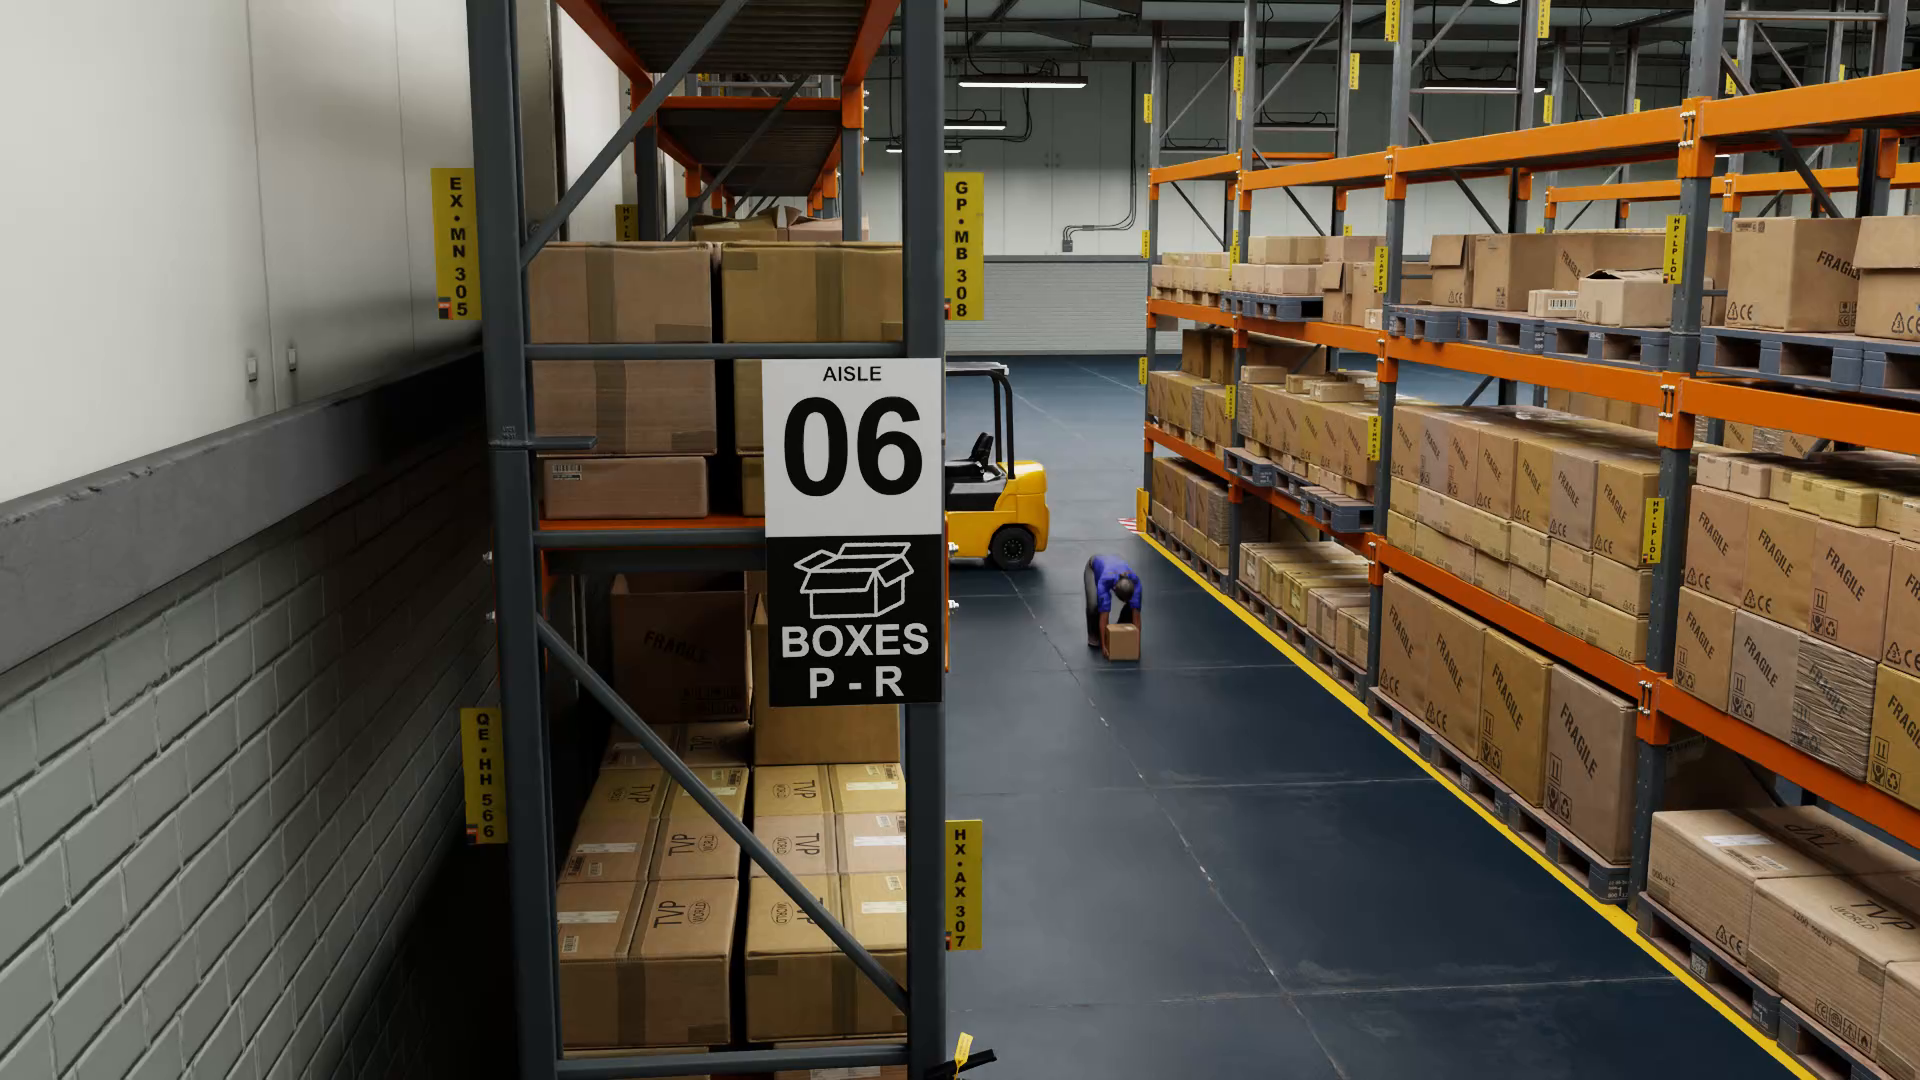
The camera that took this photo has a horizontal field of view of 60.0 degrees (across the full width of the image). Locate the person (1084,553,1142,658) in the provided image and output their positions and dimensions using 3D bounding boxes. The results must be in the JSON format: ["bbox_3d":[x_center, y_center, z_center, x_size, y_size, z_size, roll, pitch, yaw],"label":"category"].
[{"bbox_3d":[1.329,0.550,14.327,0.472,0.803,0.870,-2,10,-8],"label":"person"}]
